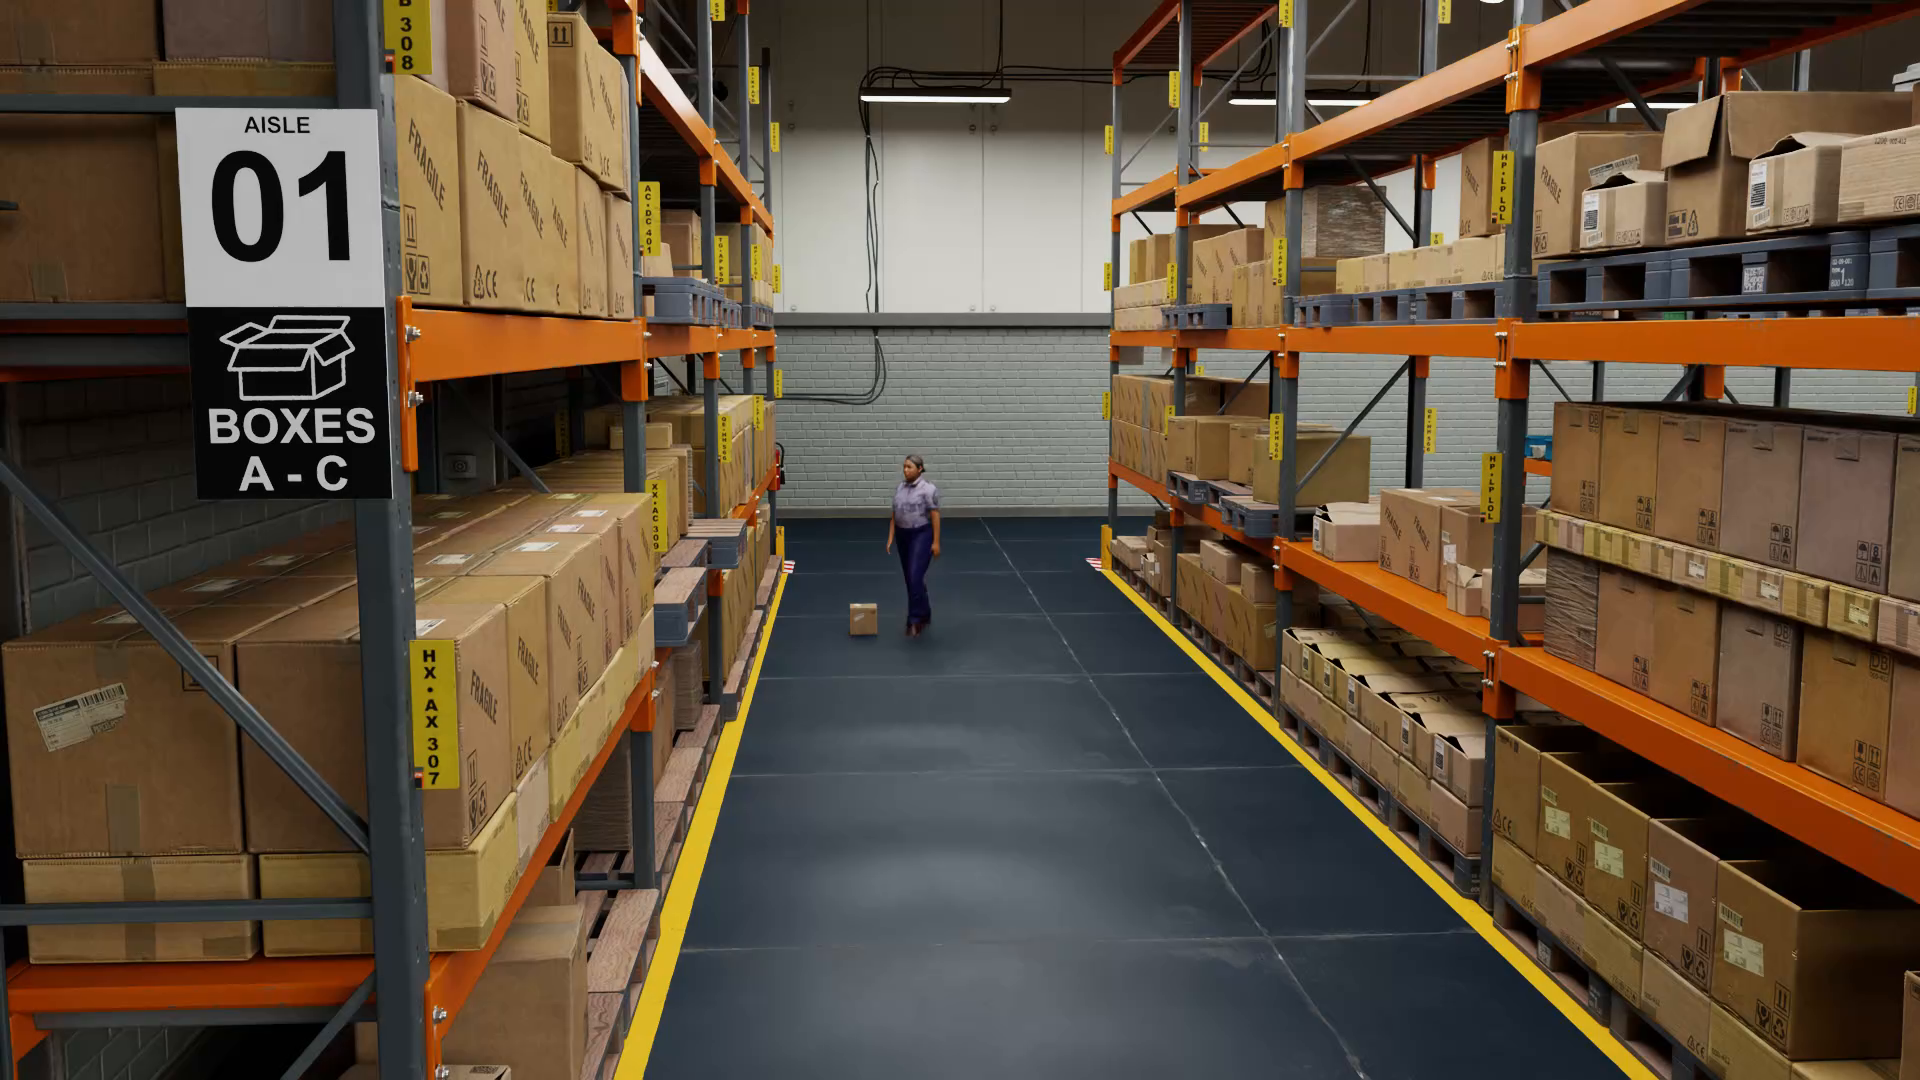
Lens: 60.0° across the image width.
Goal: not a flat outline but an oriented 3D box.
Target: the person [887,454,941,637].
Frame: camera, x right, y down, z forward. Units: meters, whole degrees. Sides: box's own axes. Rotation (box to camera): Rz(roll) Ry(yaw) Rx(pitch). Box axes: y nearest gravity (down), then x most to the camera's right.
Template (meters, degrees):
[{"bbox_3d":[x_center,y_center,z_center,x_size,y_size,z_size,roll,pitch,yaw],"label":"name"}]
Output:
[{"bbox_3d":[-0.447,0.063,15.528,0.569,1.722,0.517,-7,10,-45],"label":"person"}]
